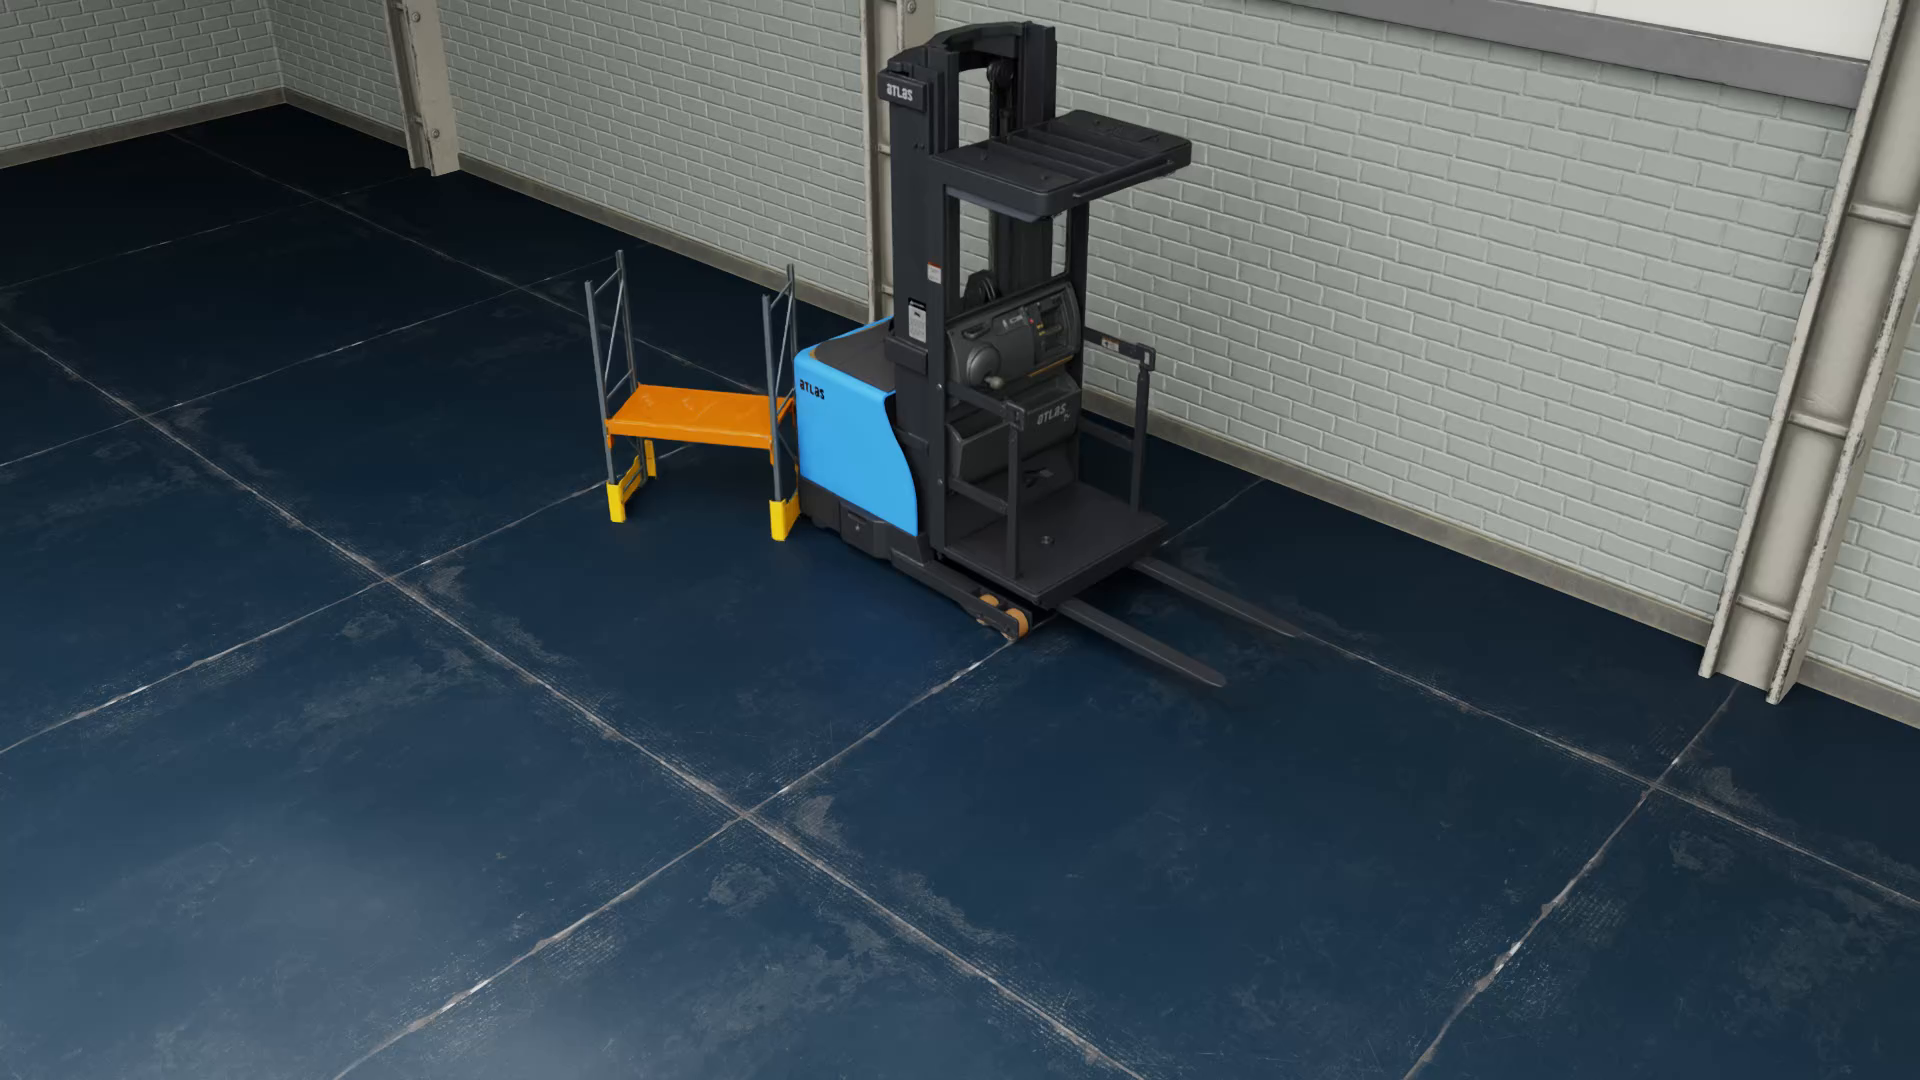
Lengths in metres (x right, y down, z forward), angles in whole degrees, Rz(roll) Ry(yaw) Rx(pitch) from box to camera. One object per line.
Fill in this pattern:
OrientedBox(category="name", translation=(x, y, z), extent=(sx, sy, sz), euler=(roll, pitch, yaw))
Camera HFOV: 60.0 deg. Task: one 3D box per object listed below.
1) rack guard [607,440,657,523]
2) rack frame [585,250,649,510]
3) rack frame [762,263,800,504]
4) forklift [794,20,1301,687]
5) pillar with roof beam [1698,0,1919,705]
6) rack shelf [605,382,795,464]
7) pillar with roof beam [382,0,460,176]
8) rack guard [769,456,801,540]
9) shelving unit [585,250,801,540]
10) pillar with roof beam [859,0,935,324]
OrientedBox(category="rack guard", translation=(-1.980, -0.360, 10.050), extent=(0.087, 0.250, 0.587), euler=(6, 32, 10))
OrientedBox(category="rack frame", translation=(-1.999, -0.898, 9.731), extent=(0.032, 1.500, 0.500), euler=(6, 32, 10))
OrientedBox(category="rack frame", translation=(-1.003, -0.793, 9.557), extent=(0.032, 1.500, 0.500), euler=(6, 32, 10))
OrientedBox(category="forklift", translation=(0.439, -1.027, 8.558), extent=(1.130, 2.935, 3.031), euler=(-27, 40, -37))
OrientedBox(category="pillar with roof beam", translation=(1.153, -1.509, 3.477), extent=(0.400, 9.000, 9.100), euler=(25, 39, 35))
OrientedBox(category="rack shelf", translation=(-1.501, -0.691, 9.737), extent=(1.000, 0.185, 0.538), euler=(6, 32, 10))
OrientedBox(category="pillar with roof beam", translation=(-7.744, -5.662, 10.375), extent=(0.400, 9.000, 9.100), euler=(25, 39, 35))
OrientedBox(category="rack guard", translation=(-1.004, -0.258, 9.880), extent=(0.087, 0.250, 0.587), euler=(6, 32, 10))
OrientedBox(category="shelving unit", translation=(-1.492, -0.844, 9.643), extent=(1.083, 1.500, 0.587), euler=(6, 32, 10))
OrientedBox(category="pillar with roof beam", translation=(-3.295, -3.586, 6.926), extent=(0.400, 9.000, 9.100), euler=(25, 39, 35))
